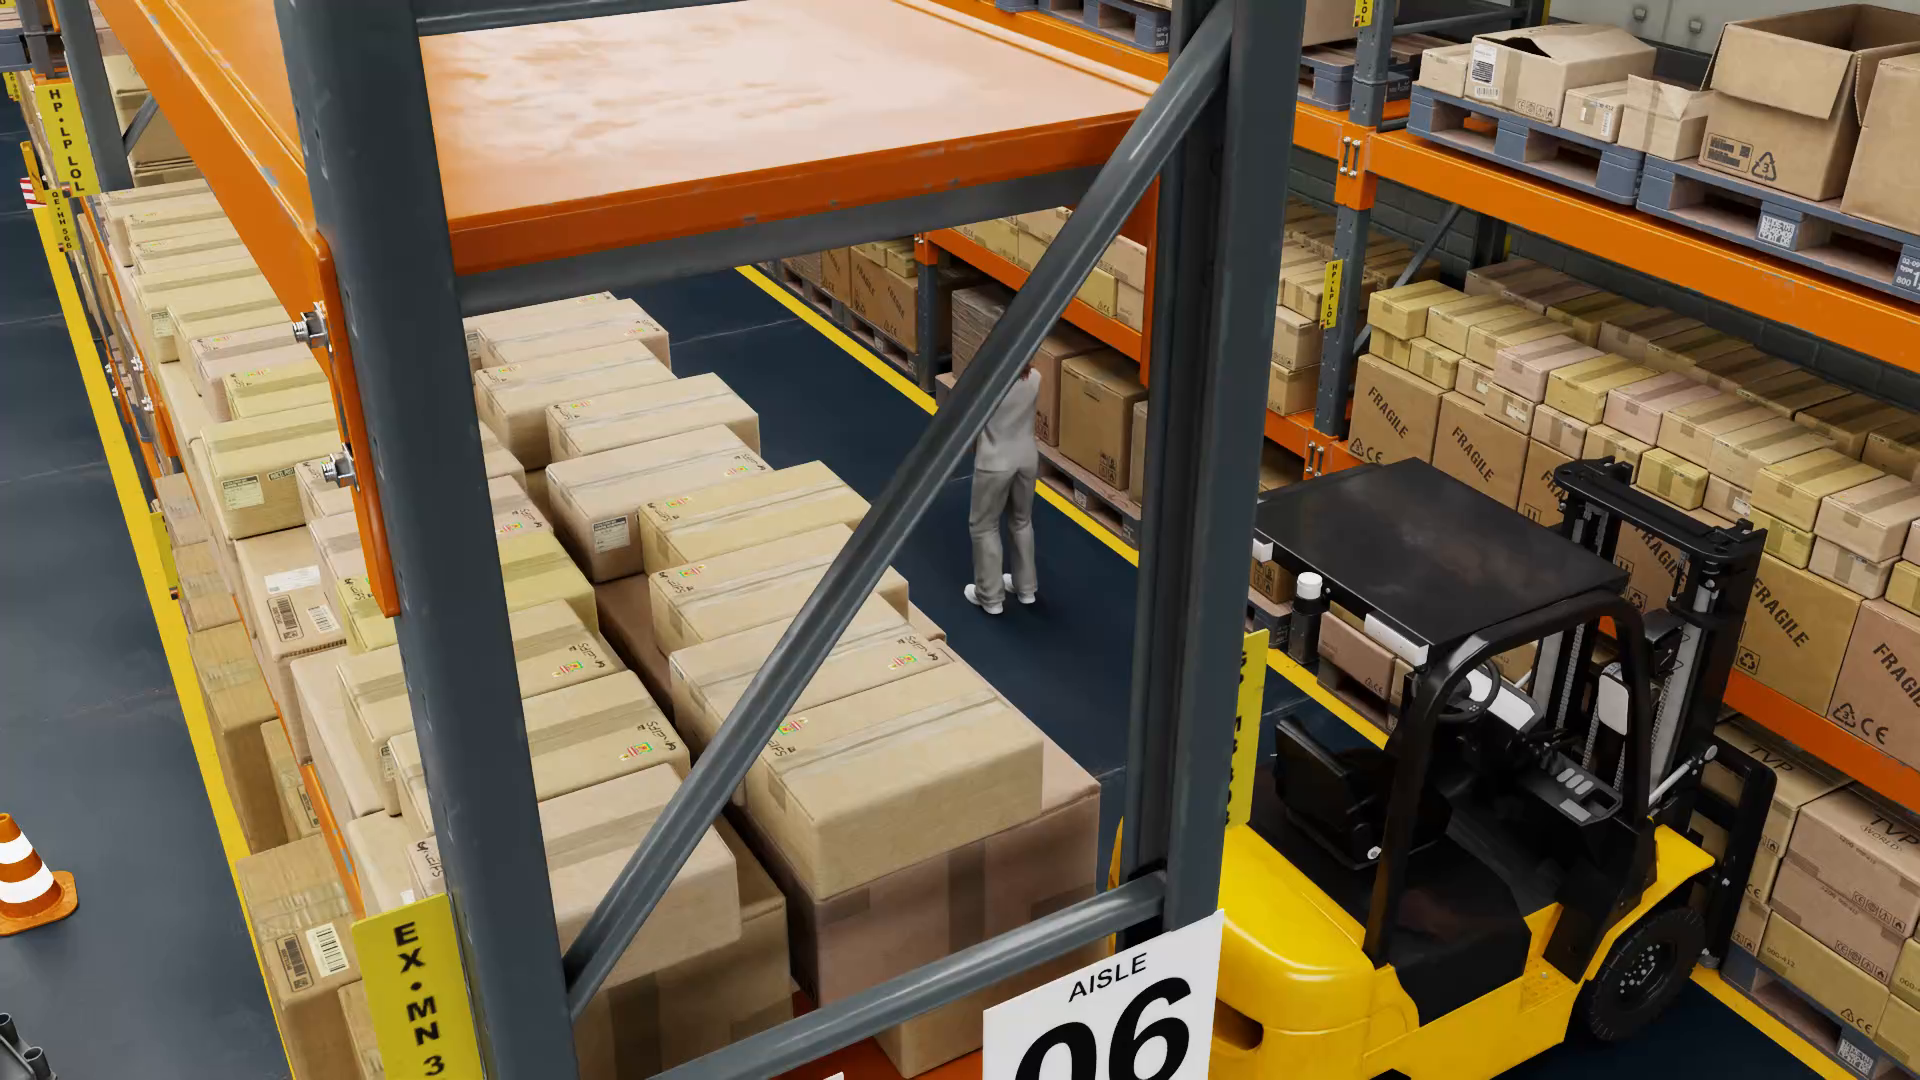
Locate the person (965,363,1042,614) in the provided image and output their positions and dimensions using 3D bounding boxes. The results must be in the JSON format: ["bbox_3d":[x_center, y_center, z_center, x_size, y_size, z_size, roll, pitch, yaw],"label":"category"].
[{"bbox_3d":[0.197,-0.420,8.894,0.424,1.668,0.542,-16,33,-26],"label":"person"}]
